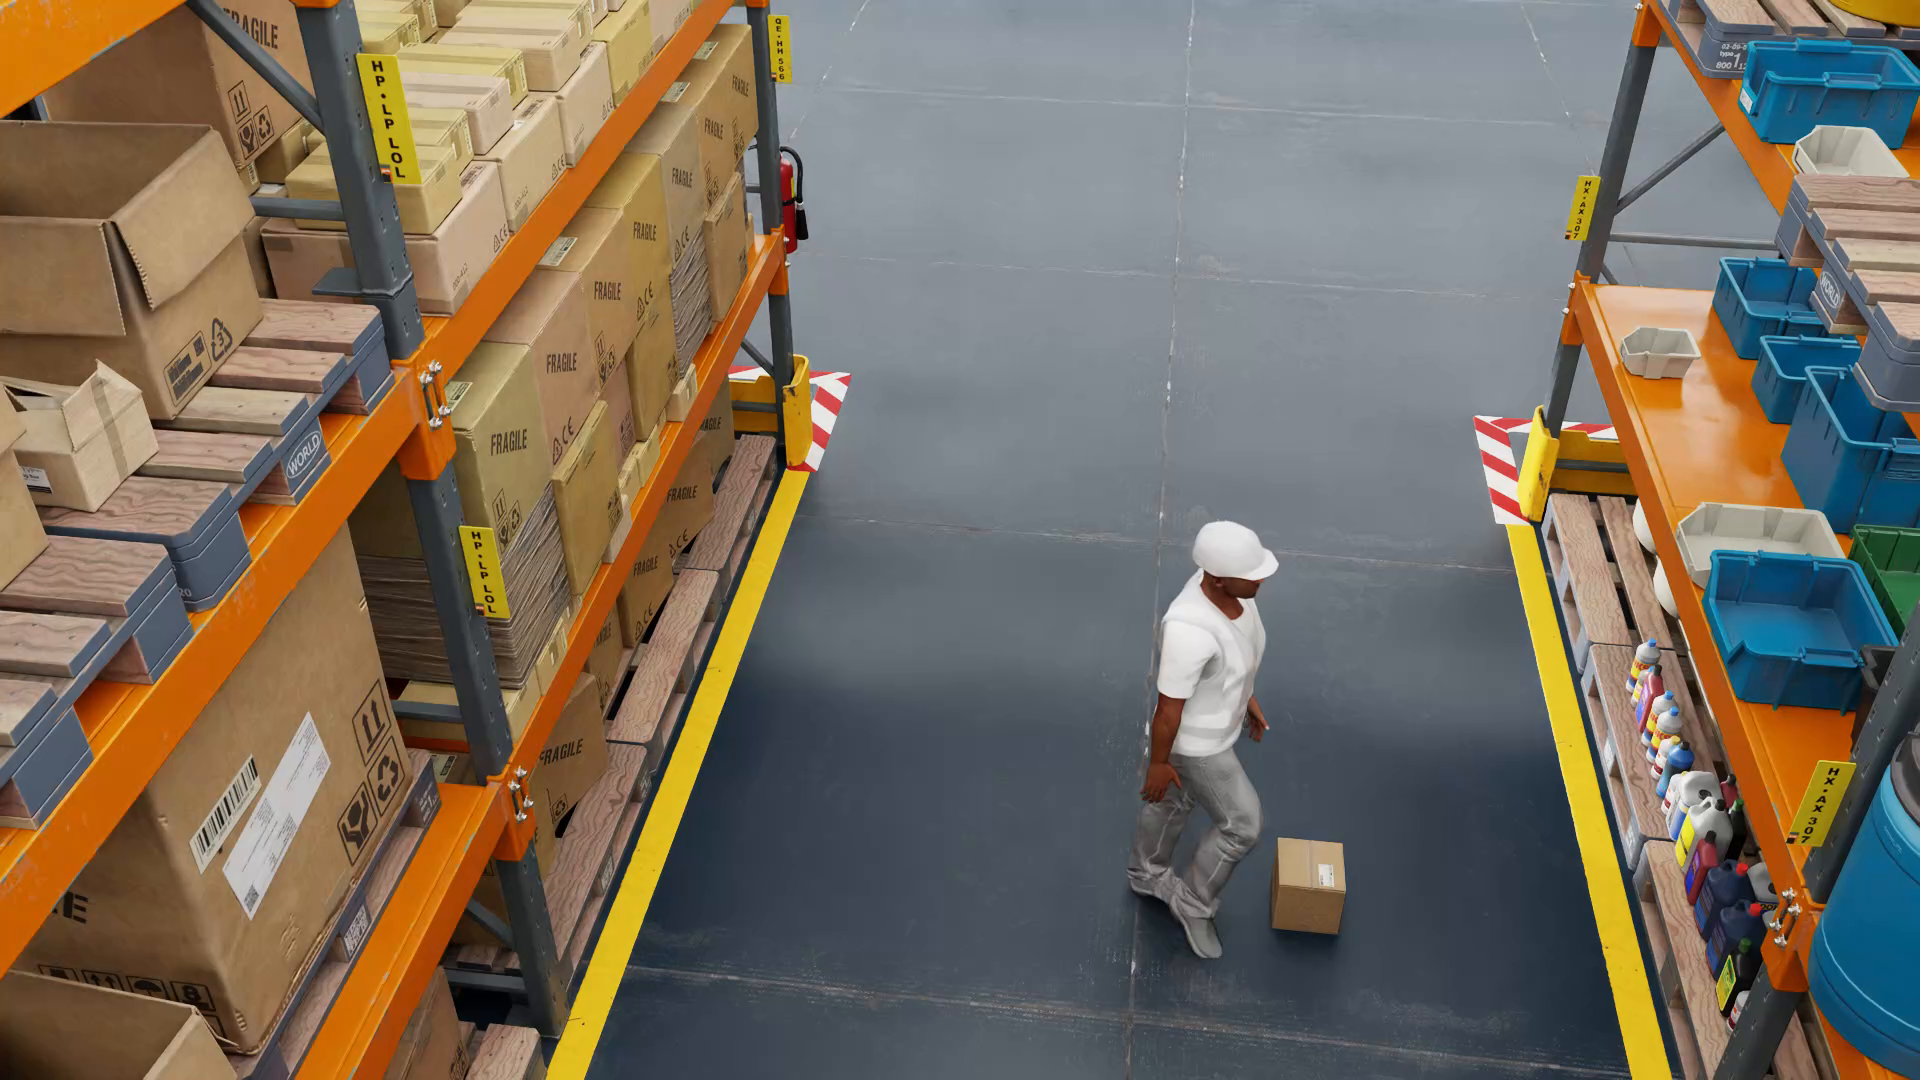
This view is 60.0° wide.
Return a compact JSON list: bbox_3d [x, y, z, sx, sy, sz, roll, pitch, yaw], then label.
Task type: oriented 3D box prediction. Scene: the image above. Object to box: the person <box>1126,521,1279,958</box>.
[{"bbox_3d":[0.909,0.707,6.068,0.511,1.824,0.628,12,38,15],"label":"person"}]
